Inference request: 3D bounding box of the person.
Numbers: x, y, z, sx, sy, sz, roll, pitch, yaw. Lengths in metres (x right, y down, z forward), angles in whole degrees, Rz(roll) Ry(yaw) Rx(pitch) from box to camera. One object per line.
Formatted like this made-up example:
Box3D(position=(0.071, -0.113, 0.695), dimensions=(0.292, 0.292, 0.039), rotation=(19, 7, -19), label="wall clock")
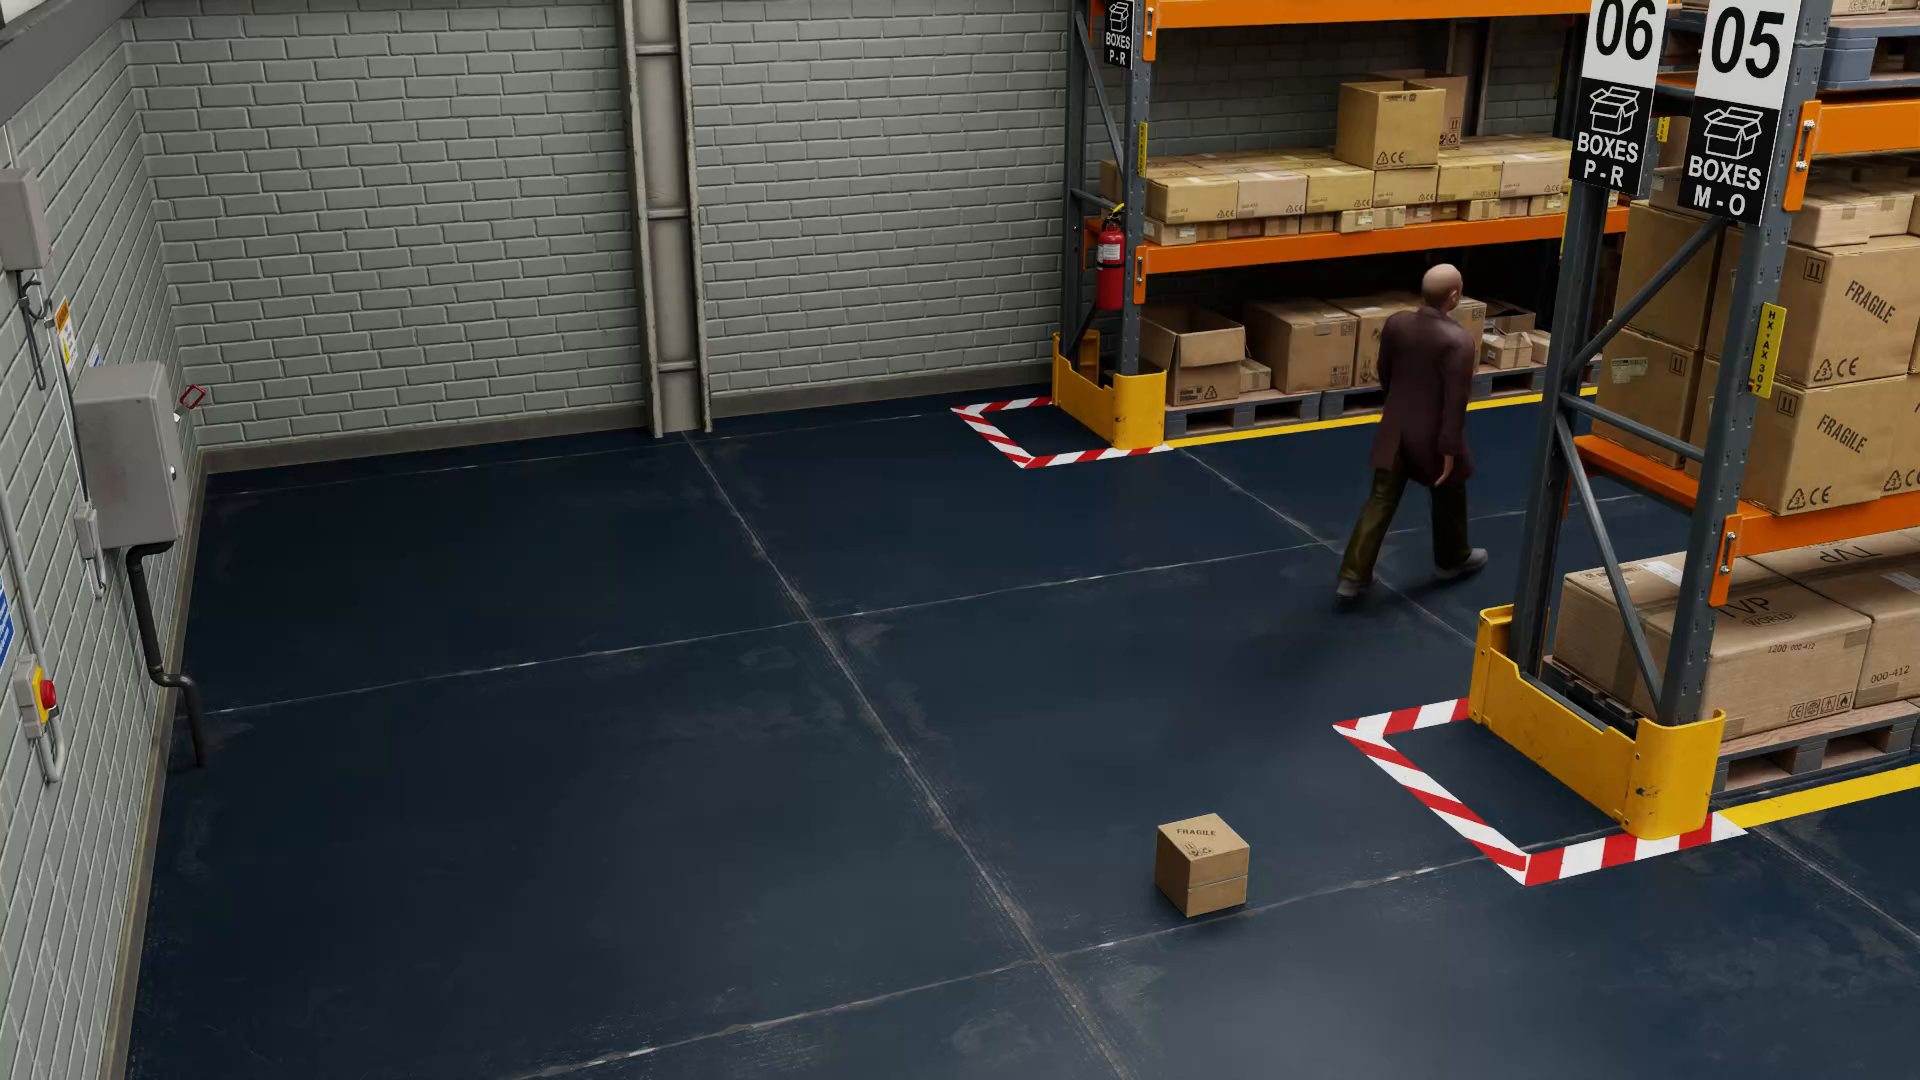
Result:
Box3D(position=(2.377, -0.570, 8.496), dimensions=(1.083, 1.733, 0.643), rotation=(-19, 29, -38), label="person")
